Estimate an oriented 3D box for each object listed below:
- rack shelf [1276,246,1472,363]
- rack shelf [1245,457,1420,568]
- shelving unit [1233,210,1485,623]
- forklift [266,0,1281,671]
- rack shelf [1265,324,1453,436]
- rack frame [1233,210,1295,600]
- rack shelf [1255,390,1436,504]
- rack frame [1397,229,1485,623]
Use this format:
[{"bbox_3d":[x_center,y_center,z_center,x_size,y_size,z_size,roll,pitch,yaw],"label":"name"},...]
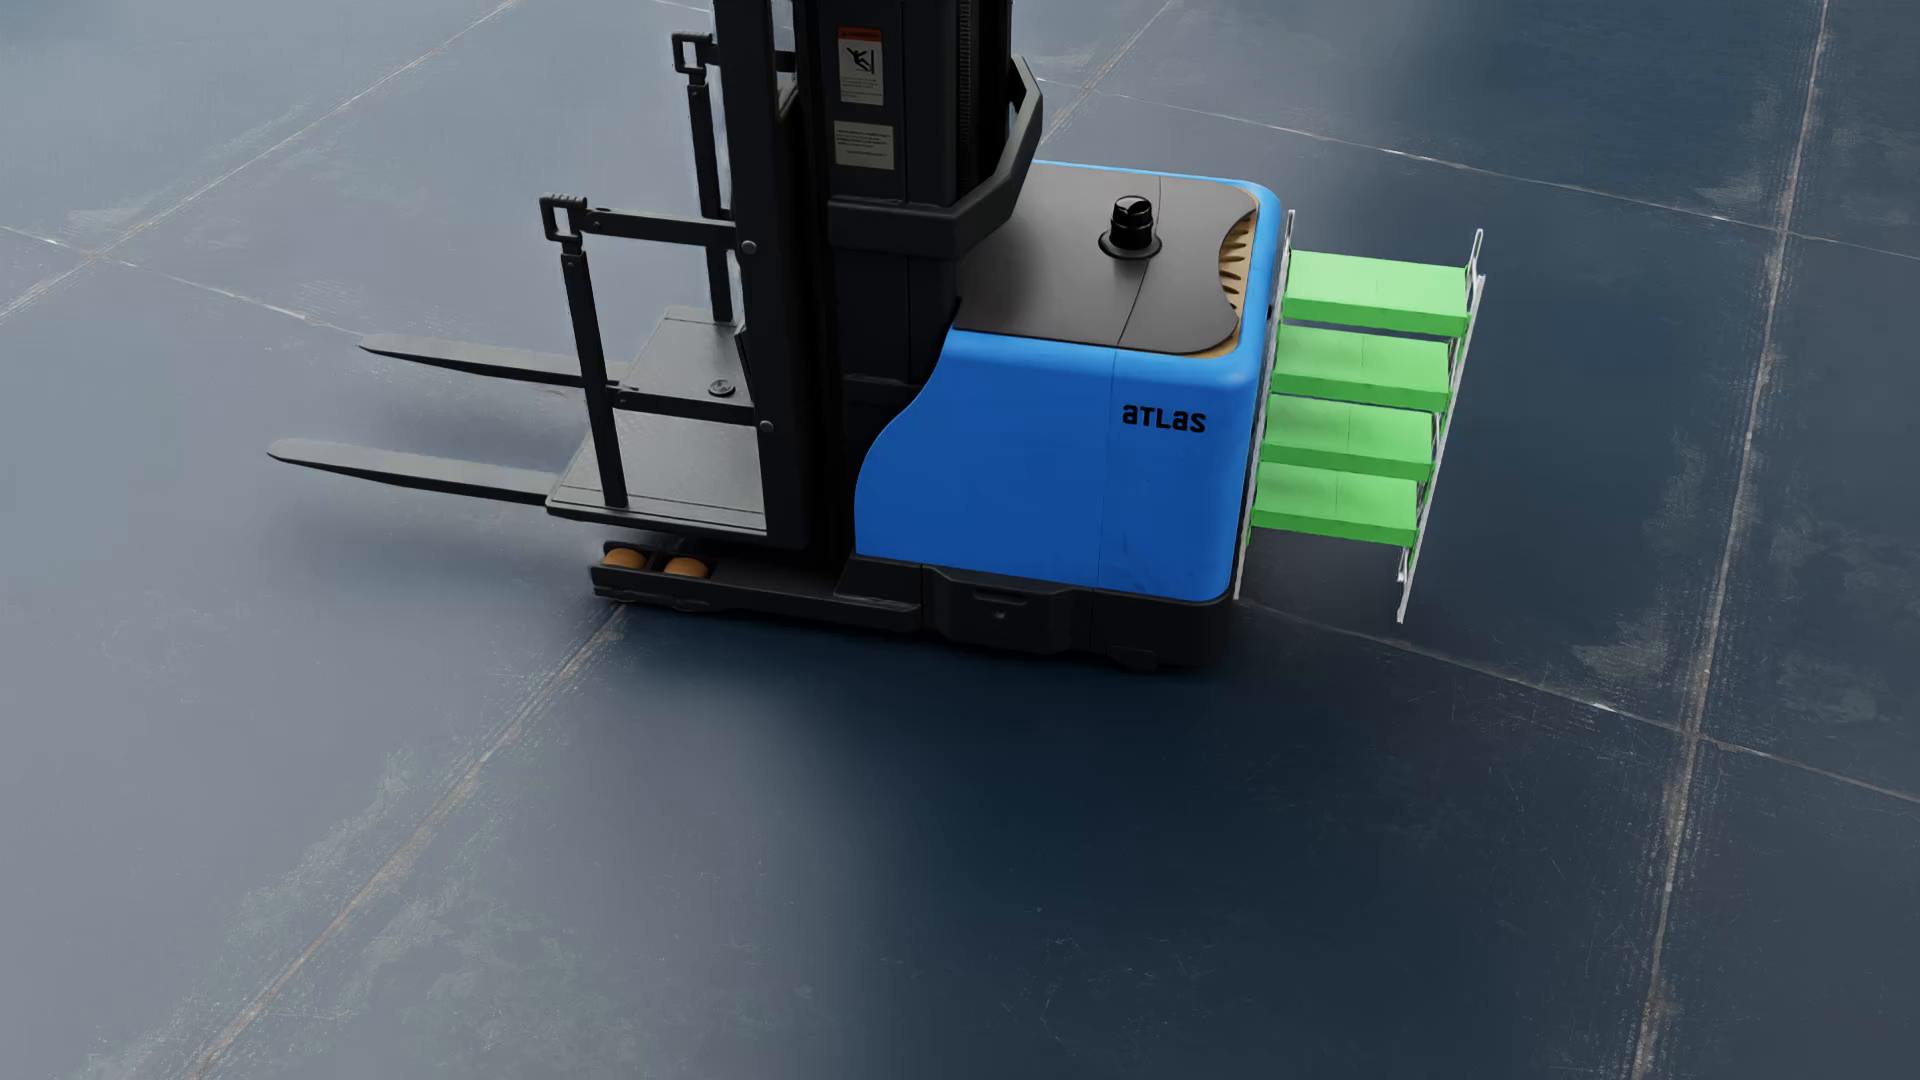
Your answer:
[{"bbox_3d":[1.099,-0.630,4.426,0.480,0.148,0.258,8,42,9],"label":"rack shelf"},{"bbox_3d":[1.099,-0.086,4.898,0.480,0.148,0.258,8,42,9],"label":"rack shelf"},{"bbox_3d":[1.099,-0.316,4.698,0.503,1.200,0.258,8,42,9],"label":"shelving unit"},{"bbox_3d":[-0.633,-1.221,4.421,3.031,2.935,1.130,8,42,9],"label":"forklift"},{"bbox_3d":[1.099,-0.449,4.583,0.480,0.148,0.258,8,42,9],"label":"rack shelf"},{"bbox_3d":[0.860,-0.349,4.737,0.015,1.200,0.240,8,42,9],"label":"rack frame"},{"bbox_3d":[1.099,-0.268,4.740,0.480,0.148,0.258,8,42,9],"label":"rack shelf"},{"bbox_3d":[1.338,-0.283,4.660,0.015,1.200,0.240,8,42,9],"label":"rack frame"}]
